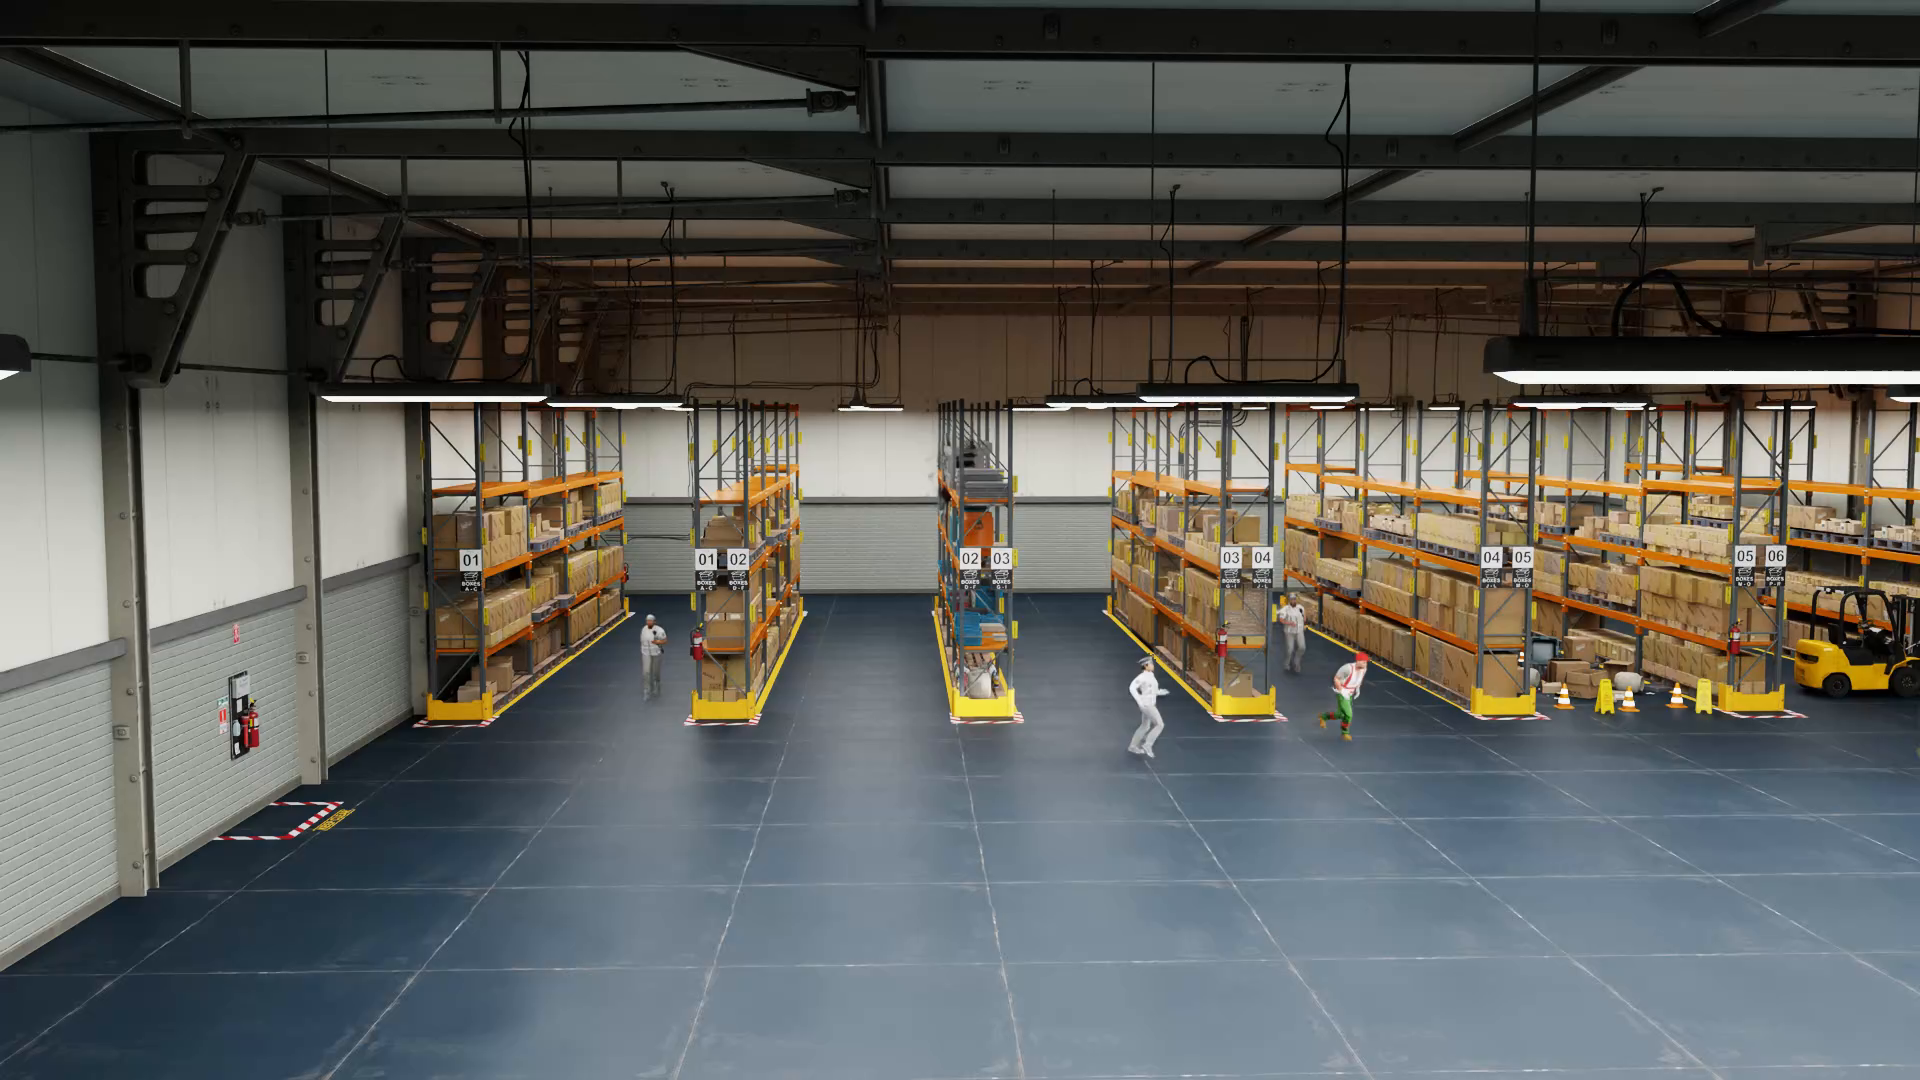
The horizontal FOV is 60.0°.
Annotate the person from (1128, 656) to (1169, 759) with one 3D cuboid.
[{"bbox_3d":[3.138,2.779,27.699,0.696,1.715,0.577,1,5,16],"label":"person"}]

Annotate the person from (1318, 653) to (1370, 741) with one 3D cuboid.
[{"bbox_3d":[6.776,2.724,29.319,0.668,1.577,1.079,-3,5,-36],"label":"person"}]

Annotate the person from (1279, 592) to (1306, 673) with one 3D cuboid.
[{"bbox_3d":[7.394,2.065,36.864,0.665,1.813,0.723,0,4,-5],"label":"person"}]

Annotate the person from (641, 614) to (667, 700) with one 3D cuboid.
[{"bbox_3d":[-6.188,2.352,33.598,0.581,1.721,0.814,0,4,2],"label":"person"}]
